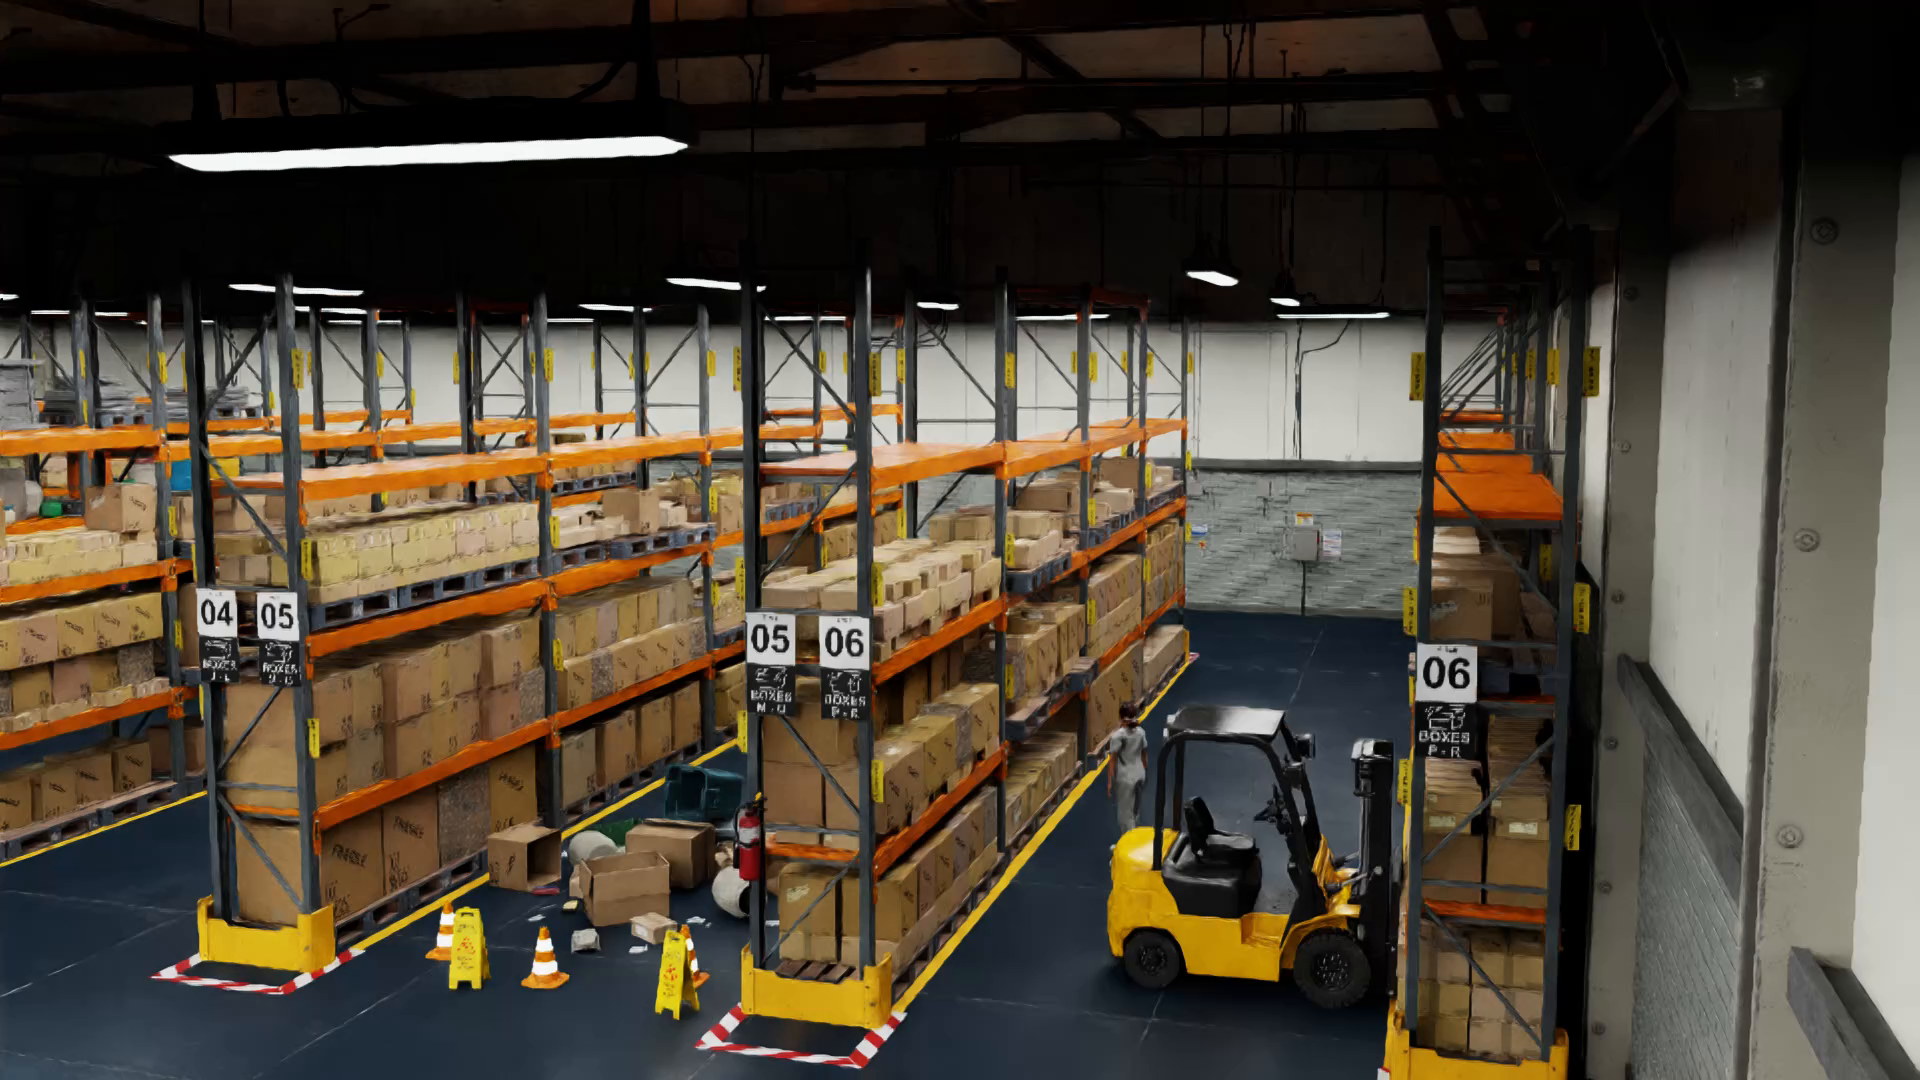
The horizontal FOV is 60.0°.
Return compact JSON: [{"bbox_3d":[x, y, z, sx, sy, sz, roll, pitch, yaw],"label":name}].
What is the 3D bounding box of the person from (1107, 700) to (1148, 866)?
[{"bbox_3d":[1.675,2.438,16.864,0.563,1.668,0.569,-6,9,-41],"label":"person"}]
